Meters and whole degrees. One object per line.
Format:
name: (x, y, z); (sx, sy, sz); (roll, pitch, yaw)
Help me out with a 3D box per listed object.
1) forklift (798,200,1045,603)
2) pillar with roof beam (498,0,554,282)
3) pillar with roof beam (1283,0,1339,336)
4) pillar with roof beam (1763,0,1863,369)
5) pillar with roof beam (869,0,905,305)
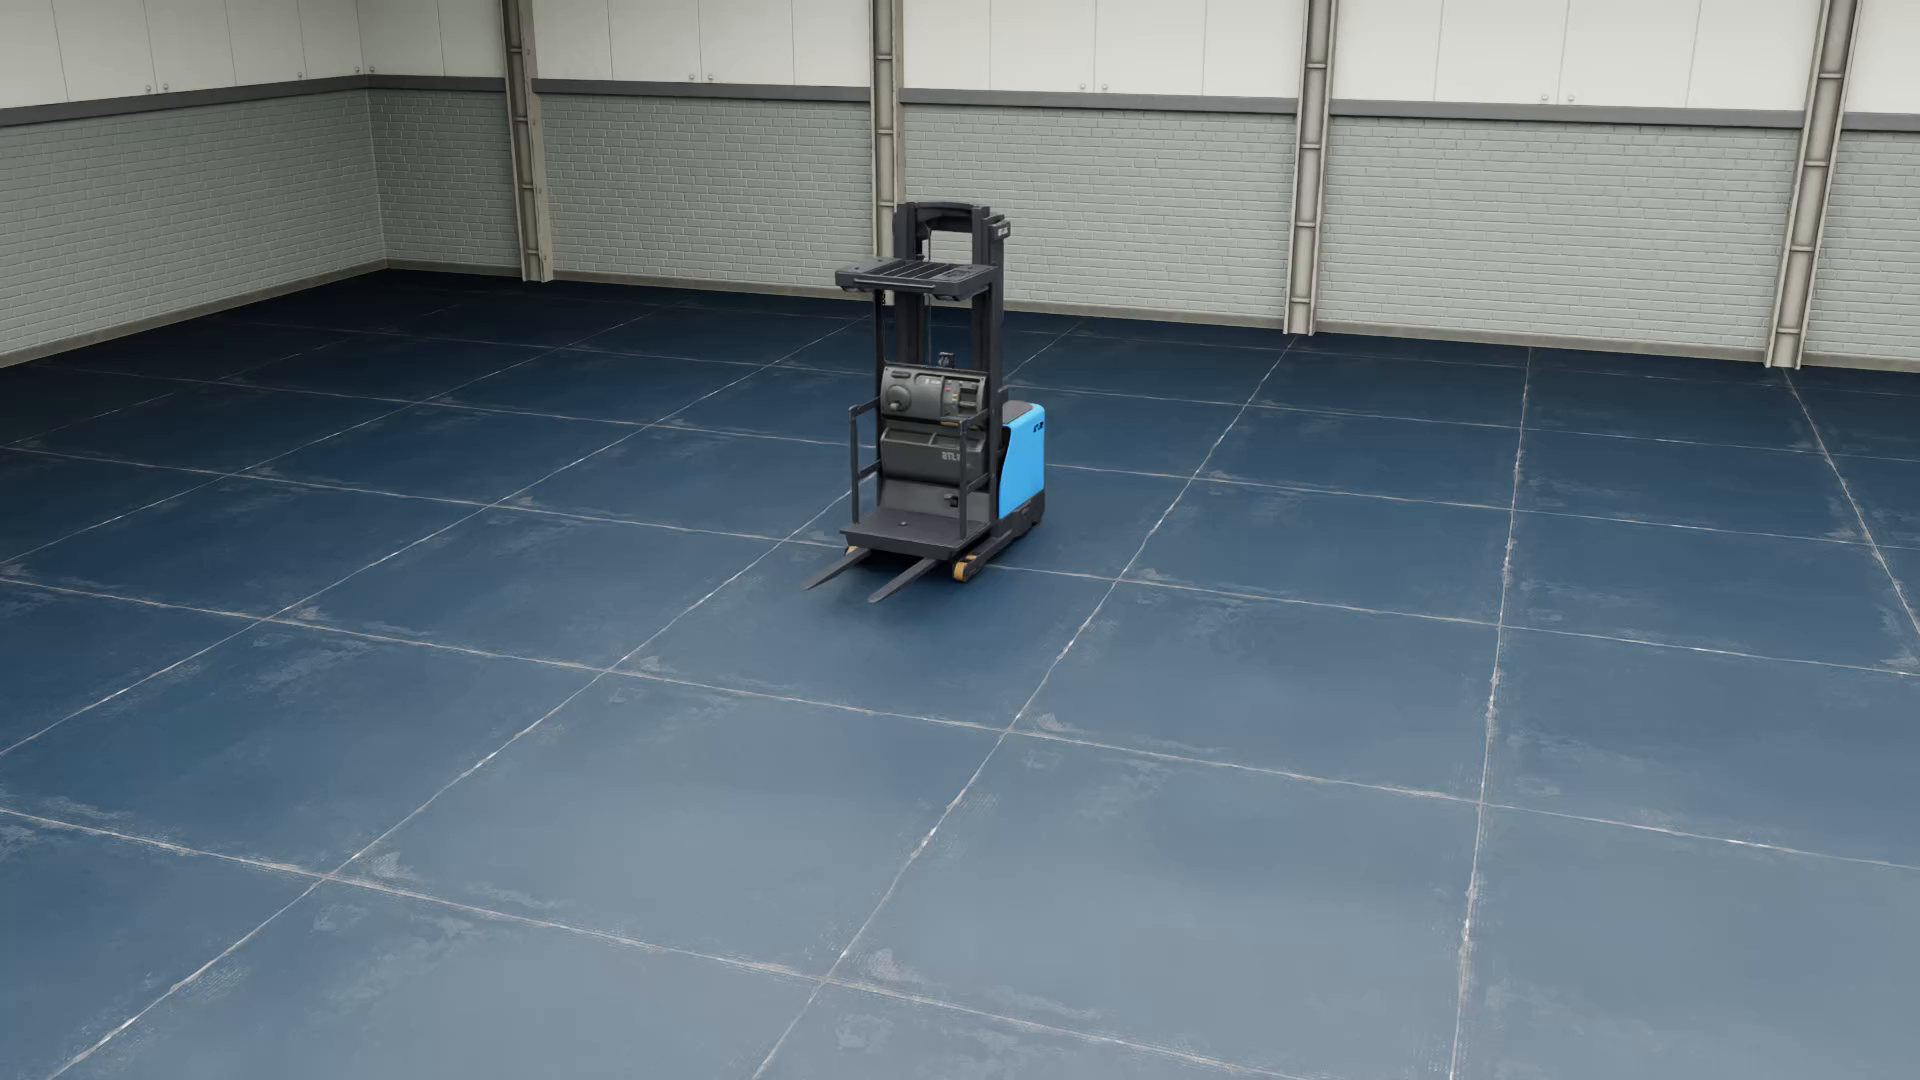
forklift: (-0.313, -1.201, 13.569); (1.130, 2.935, 3.031); (9, 21, 23)
pillar with roof beam: (-8.113, -7.044, 21.114); (0.400, 9.000, 9.100); (7, 20, 18)
pillar with roof beam: (3.222, -5.748, 17.395); (0.400, 9.000, 9.100); (7, 20, 18)
pillar with roof beam: (8.890, -5.100, 15.536); (0.400, 9.000, 9.100); (7, 20, 18)
pillar with roof beam: (-2.446, -6.396, 19.255); (0.400, 9.000, 9.100); (7, 20, 18)
